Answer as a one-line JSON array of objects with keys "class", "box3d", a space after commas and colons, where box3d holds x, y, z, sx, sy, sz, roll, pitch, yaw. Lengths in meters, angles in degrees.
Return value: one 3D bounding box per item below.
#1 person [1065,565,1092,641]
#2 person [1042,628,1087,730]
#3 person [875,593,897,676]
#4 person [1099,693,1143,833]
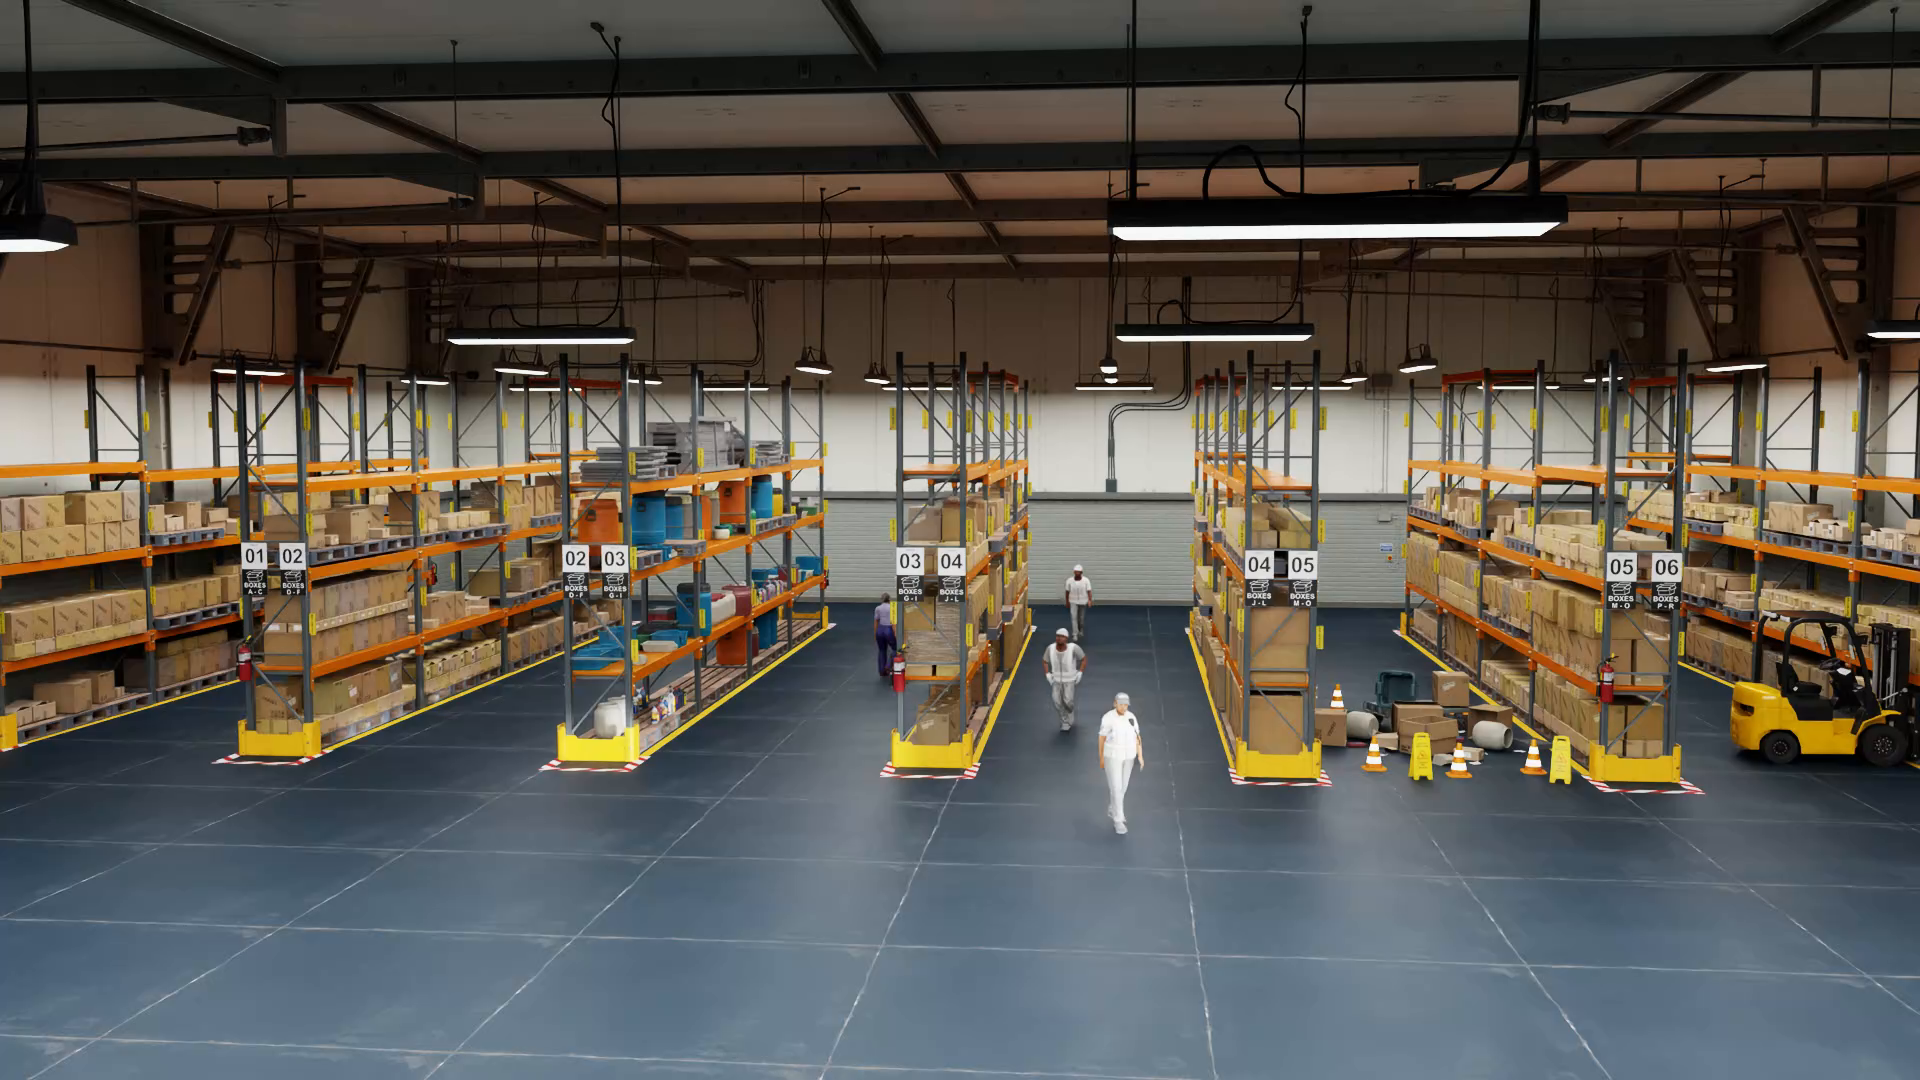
[{"class": "person", "box3d": [2.711, 1.430, 38.056, 0.602, 1.710, 1.081, 0, 4, 3]}, {"class": "person", "box3d": [1.692, 2.254, 26.864, 0.723, 1.688, 0.637, 1, 4, 16]}, {"class": "person", "box3d": [-1.445, 1.863, 32.667, 0.546, 1.647, 0.428, 3, 5, 32]}, {"class": "person", "box3d": [2.011, 2.711, 20.543, 0.495, 1.652, 0.747, -2, 5, -26]}]
